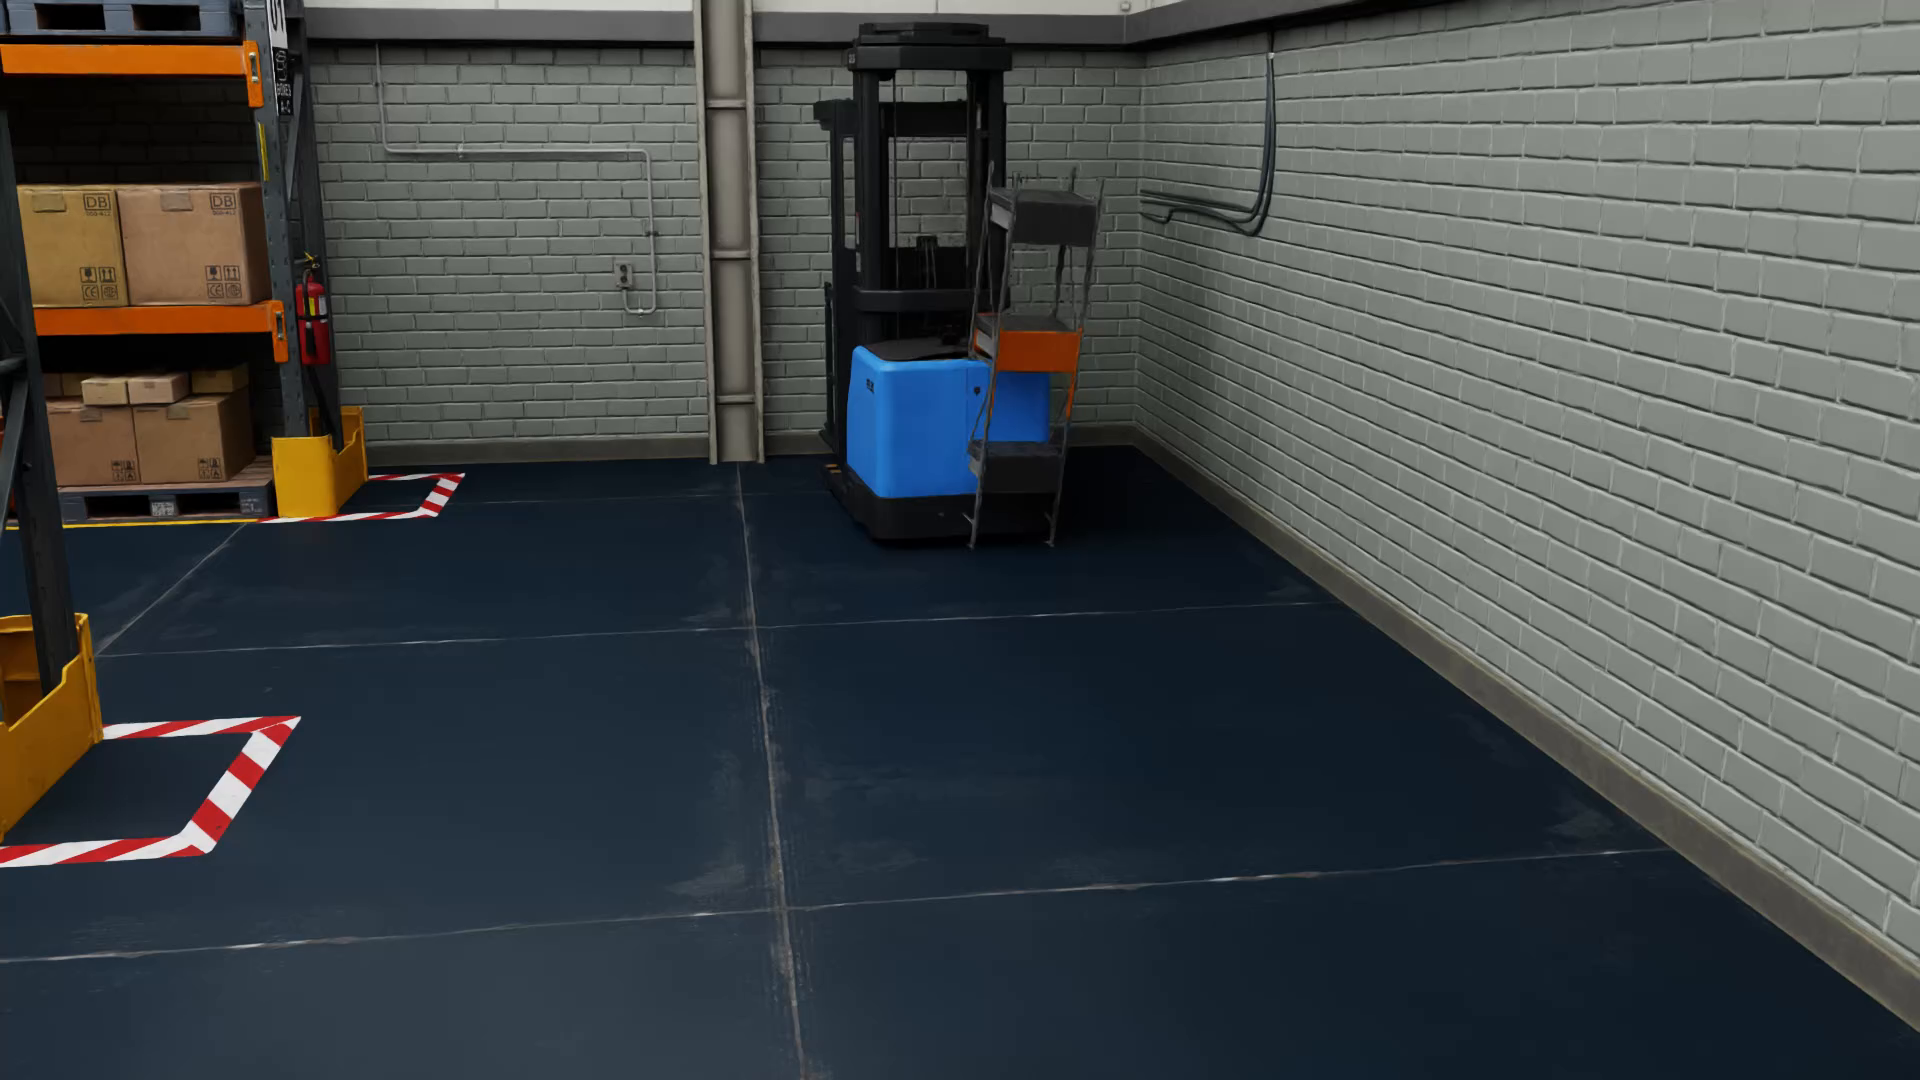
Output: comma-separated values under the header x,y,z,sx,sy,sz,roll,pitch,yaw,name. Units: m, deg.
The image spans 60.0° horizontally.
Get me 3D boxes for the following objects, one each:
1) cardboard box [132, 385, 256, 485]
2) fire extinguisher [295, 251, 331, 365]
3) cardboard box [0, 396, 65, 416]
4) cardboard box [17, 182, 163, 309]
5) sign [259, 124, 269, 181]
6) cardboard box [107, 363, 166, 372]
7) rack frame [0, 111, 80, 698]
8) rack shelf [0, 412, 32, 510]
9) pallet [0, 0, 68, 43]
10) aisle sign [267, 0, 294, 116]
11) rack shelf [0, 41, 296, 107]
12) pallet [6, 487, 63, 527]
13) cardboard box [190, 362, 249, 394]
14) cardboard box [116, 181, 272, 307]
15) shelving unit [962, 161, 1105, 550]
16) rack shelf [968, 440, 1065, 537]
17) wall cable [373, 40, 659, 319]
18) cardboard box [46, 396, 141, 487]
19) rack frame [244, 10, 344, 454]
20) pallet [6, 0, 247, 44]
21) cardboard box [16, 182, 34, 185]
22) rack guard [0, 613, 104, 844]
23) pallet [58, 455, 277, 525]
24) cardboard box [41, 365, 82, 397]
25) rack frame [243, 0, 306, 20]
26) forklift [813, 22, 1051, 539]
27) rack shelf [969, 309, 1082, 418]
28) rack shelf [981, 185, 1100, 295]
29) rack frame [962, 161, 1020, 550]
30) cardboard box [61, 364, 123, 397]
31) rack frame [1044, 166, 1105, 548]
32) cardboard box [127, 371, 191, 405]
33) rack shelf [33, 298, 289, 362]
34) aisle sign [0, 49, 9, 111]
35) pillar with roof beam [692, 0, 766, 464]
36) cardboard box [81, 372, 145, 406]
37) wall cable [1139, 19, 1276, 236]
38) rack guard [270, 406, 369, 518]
x,y,z,sx,sy,sz,roll,pitch,yaw,name
-4.833,-0.675,10.521,0.500,0.500,0.700,-2,14,-8,cardboard box
-3.937,-1.409,10.099,0.183,0.674,0.296,-2,14,-8,fire extinguisher
-5.825,-0.638,10.375,0.500,0.500,0.700,-3,14,-10,cardboard box
-5.376,-1.828,10.229,0.700,0.700,0.980,-2,14,-9,cardboard box
-4.088,-2.278,9.773,0.005,0.325,0.100,-2,14,-8,sign
-5.240,-1.023,10.578,0.250,0.149,0.380,-2,14,-8,cardboard box
-3.414,-0.541,5.714,0.127,3.000,1.000,-2,14,-8,rack frame
-5.391,-0.120,5.513,4.000,0.370,1.077,-2,14,-8,rack shelf
-6.096,-3.070,9.814,1.213,0.211,1.003,-2,14,-8,pallet
-4.040,-2.924,9.871,0.004,0.787,0.394,-2,14,-8,aisle sign
-6.133,-2.766,9.899,4.000,0.370,1.077,-2,14,-8,rack shelf
-6.138,-0.289,10.440,1.213,0.211,1.003,-2,14,-8,pallet
-4.739,-1.042,10.652,0.250,0.149,0.380,-2,14,-8,cardboard box
-4.658,-1.857,10.345,0.700,0.700,0.980,-1,14,-6,cardboard box
0.348,-1.001,9.254,0.503,2.100,0.431,-2,22,-21,shelving unit
0.269,-0.337,9.502,0.480,0.518,0.431,-2,22,-21,rack shelf
-3.030,-2.500,11.434,1.851,1.984,0.084,-2,14,-8,wall cable
-5.327,-0.656,10.448,0.500,0.500,0.700,-2,14,-8,cardboard box
-4.155,-1.733,10.465,0.127,3.000,1.000,-2,14,-8,rack frame
-4.887,-3.115,9.994,1.213,0.211,1.003,-2,14,-8,pallet
-6.131,-1.803,10.128,0.700,0.700,0.980,-3,14,-11,cardboard box
-3.489,0.674,6.007,0.348,0.500,1.175,-2,14,-8,rack guard
-4.934,-0.332,10.614,1.213,0.211,1.003,-2,14,-8,pallet
-5.739,-1.005,10.505,0.250,0.149,0.380,-2,14,-8,cardboard box
-4.155,-4.643,9.735,0.127,3.000,1.000,-2,14,-8,rack frame
-0.314,-1.737,10.622,1.130,2.935,3.031,-3,14,-13,forklift
0.346,-0.989,9.259,0.480,0.518,0.431,-2,22,-21,rack shelf
0.423,-1.640,9.016,0.480,0.518,0.431,-2,22,-21,rack shelf
0.120,-0.995,9.165,0.015,2.100,0.400,-2,22,-21,rack frame
-5.487,-1.014,10.542,0.250,0.149,0.380,-2,14,-8,cardboard box
0.575,-1.007,9.343,0.015,2.100,0.400,-2,22,-21,rack frame
-4.932,-0.941,10.249,0.250,0.149,0.380,-2,14,-9,cardboard box
-6.133,-1.311,10.263,4.000,0.370,1.077,-2,14,-8,rack shelf
-3.390,-1.875,5.689,0.004,0.787,0.394,-2,14,-8,aisle sign
-0.973,-3.913,6.826,0.400,9.000,9.100,-2,14,-8,pillar with roof beam
-5.185,-0.931,10.211,0.250,0.149,0.380,-2,14,-7,cardboard box
1.491,-3.256,10.587,0.112,2.526,3.097,-2,14,-8,wall cable
-4.132,-0.521,10.772,0.348,0.500,1.175,-2,14,-8,rack guard
